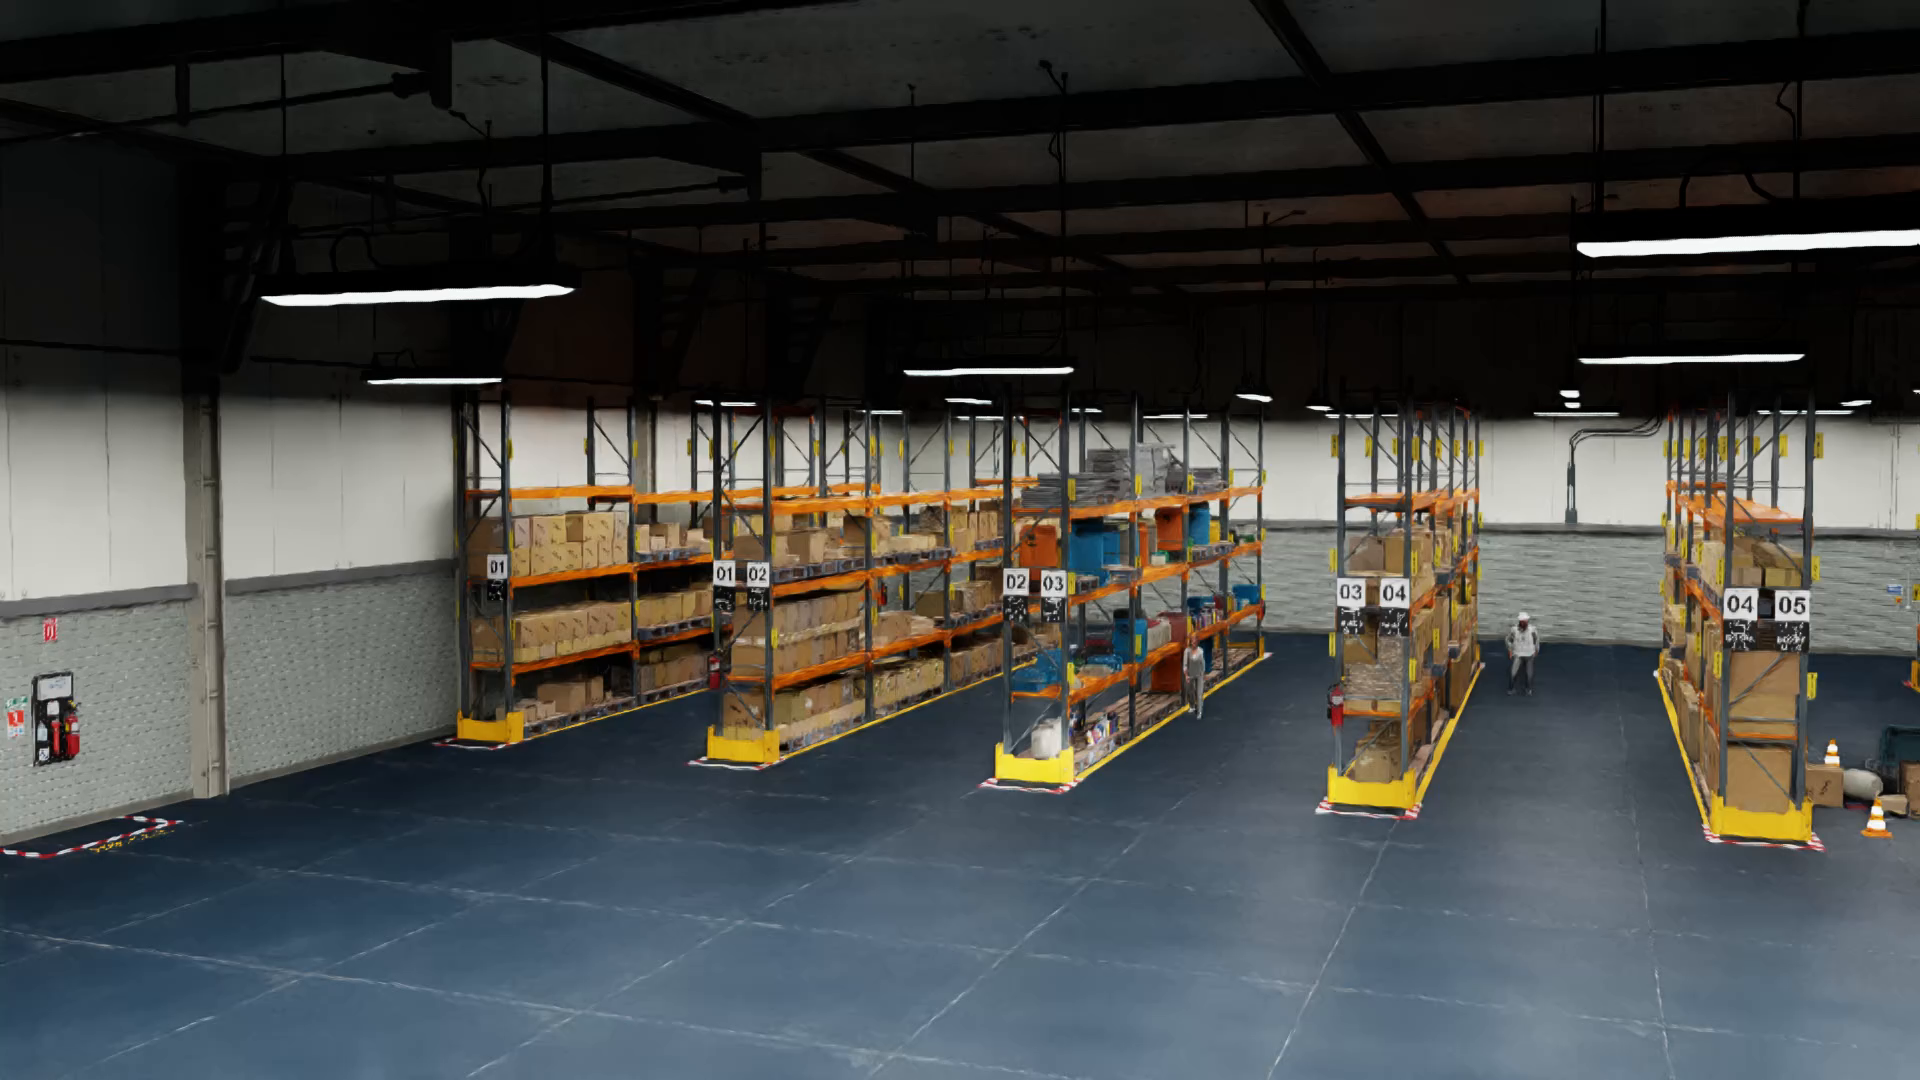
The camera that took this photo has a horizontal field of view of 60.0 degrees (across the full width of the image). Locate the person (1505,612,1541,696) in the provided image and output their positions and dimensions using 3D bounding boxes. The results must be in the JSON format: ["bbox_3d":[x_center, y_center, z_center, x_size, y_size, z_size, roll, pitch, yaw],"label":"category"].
[{"bbox_3d":[11.361,2.298,33.581,0.677,1.725,0.574,1,3,18],"label":"person"}]

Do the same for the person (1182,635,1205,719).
[{"bbox_3d":[4.348,2.526,30.908,0.412,1.518,0.955,1,3,12],"label":"person"}]
